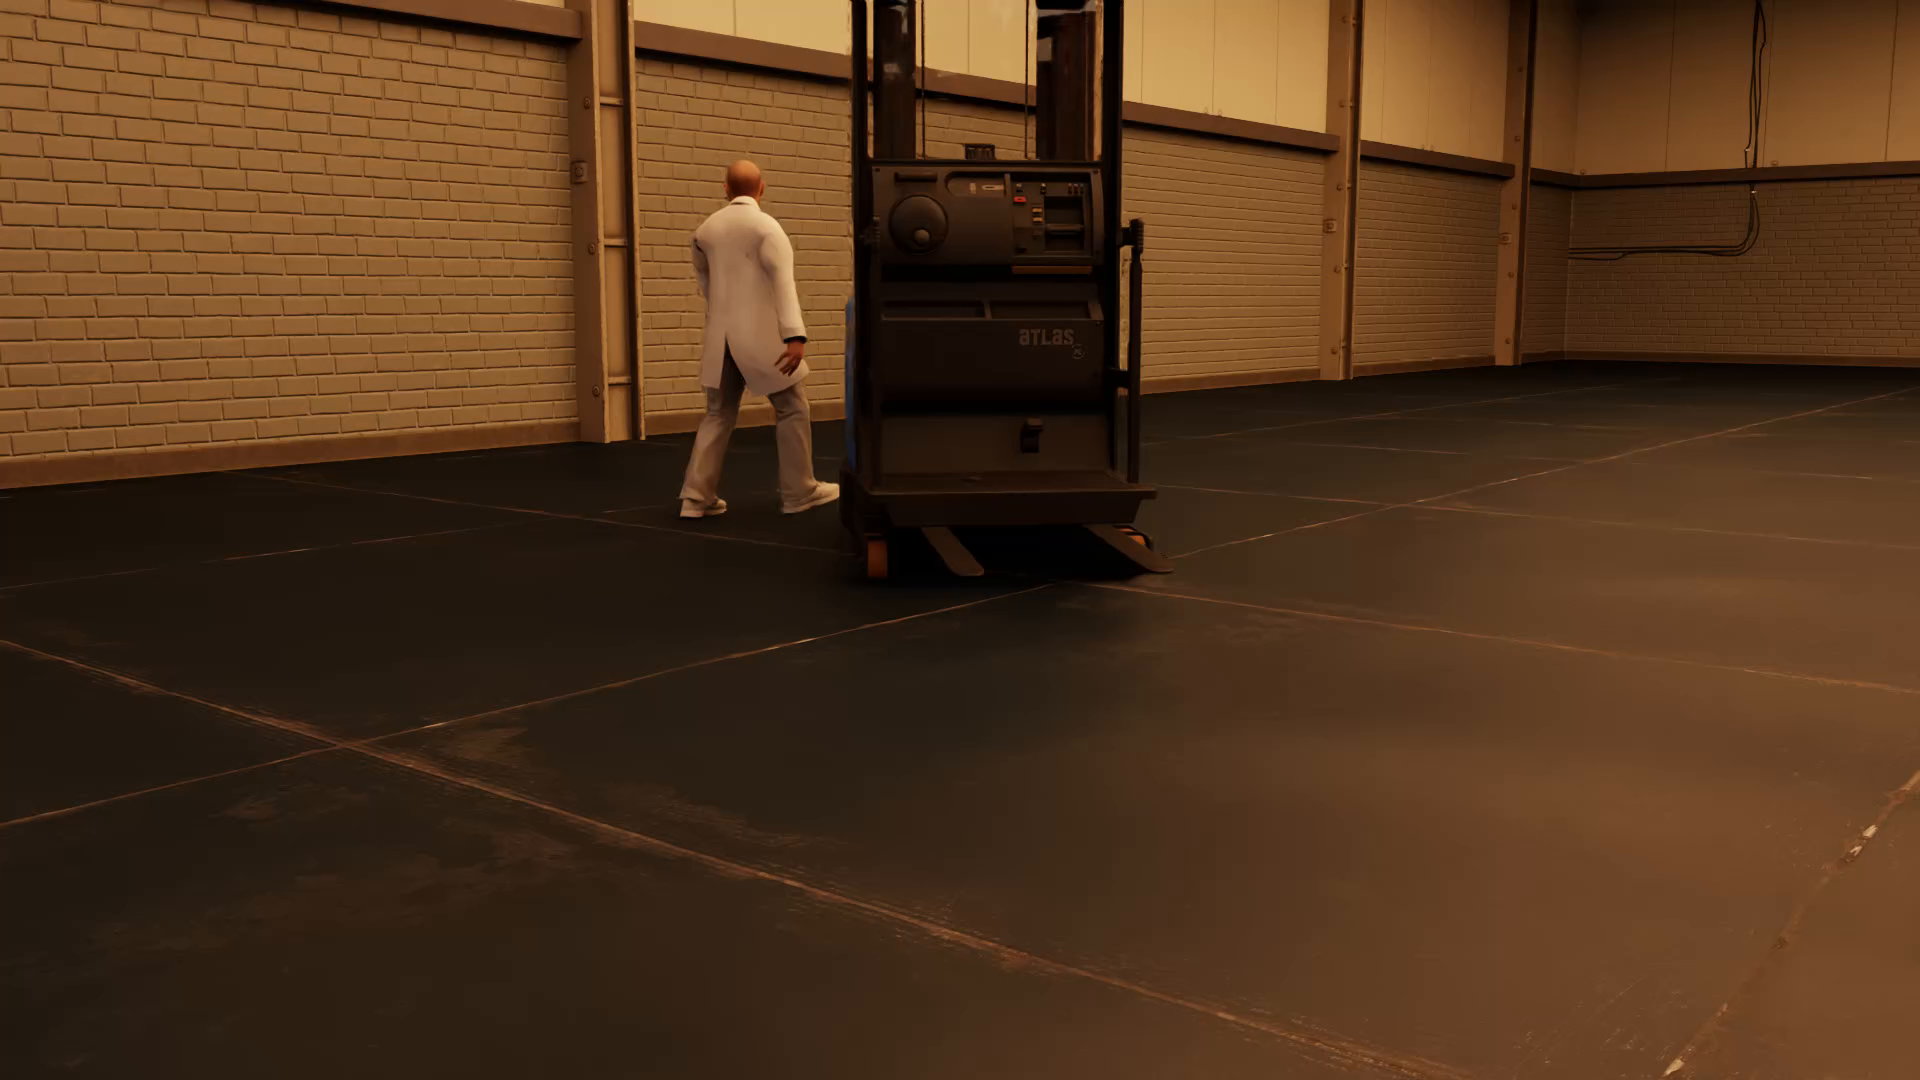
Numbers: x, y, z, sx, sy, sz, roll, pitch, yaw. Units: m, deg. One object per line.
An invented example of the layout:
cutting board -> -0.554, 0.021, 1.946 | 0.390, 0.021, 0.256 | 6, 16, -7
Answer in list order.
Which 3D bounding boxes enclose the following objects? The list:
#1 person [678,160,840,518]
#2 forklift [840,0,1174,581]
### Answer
person -> -0.970, -0.982, 8.190 | 0.763, 1.740, 0.843 | 5, 10, 31
forklift -> 0.142, -1.343, 6.461 | 1.130, 2.935, 3.031 | -1, 8, -7
